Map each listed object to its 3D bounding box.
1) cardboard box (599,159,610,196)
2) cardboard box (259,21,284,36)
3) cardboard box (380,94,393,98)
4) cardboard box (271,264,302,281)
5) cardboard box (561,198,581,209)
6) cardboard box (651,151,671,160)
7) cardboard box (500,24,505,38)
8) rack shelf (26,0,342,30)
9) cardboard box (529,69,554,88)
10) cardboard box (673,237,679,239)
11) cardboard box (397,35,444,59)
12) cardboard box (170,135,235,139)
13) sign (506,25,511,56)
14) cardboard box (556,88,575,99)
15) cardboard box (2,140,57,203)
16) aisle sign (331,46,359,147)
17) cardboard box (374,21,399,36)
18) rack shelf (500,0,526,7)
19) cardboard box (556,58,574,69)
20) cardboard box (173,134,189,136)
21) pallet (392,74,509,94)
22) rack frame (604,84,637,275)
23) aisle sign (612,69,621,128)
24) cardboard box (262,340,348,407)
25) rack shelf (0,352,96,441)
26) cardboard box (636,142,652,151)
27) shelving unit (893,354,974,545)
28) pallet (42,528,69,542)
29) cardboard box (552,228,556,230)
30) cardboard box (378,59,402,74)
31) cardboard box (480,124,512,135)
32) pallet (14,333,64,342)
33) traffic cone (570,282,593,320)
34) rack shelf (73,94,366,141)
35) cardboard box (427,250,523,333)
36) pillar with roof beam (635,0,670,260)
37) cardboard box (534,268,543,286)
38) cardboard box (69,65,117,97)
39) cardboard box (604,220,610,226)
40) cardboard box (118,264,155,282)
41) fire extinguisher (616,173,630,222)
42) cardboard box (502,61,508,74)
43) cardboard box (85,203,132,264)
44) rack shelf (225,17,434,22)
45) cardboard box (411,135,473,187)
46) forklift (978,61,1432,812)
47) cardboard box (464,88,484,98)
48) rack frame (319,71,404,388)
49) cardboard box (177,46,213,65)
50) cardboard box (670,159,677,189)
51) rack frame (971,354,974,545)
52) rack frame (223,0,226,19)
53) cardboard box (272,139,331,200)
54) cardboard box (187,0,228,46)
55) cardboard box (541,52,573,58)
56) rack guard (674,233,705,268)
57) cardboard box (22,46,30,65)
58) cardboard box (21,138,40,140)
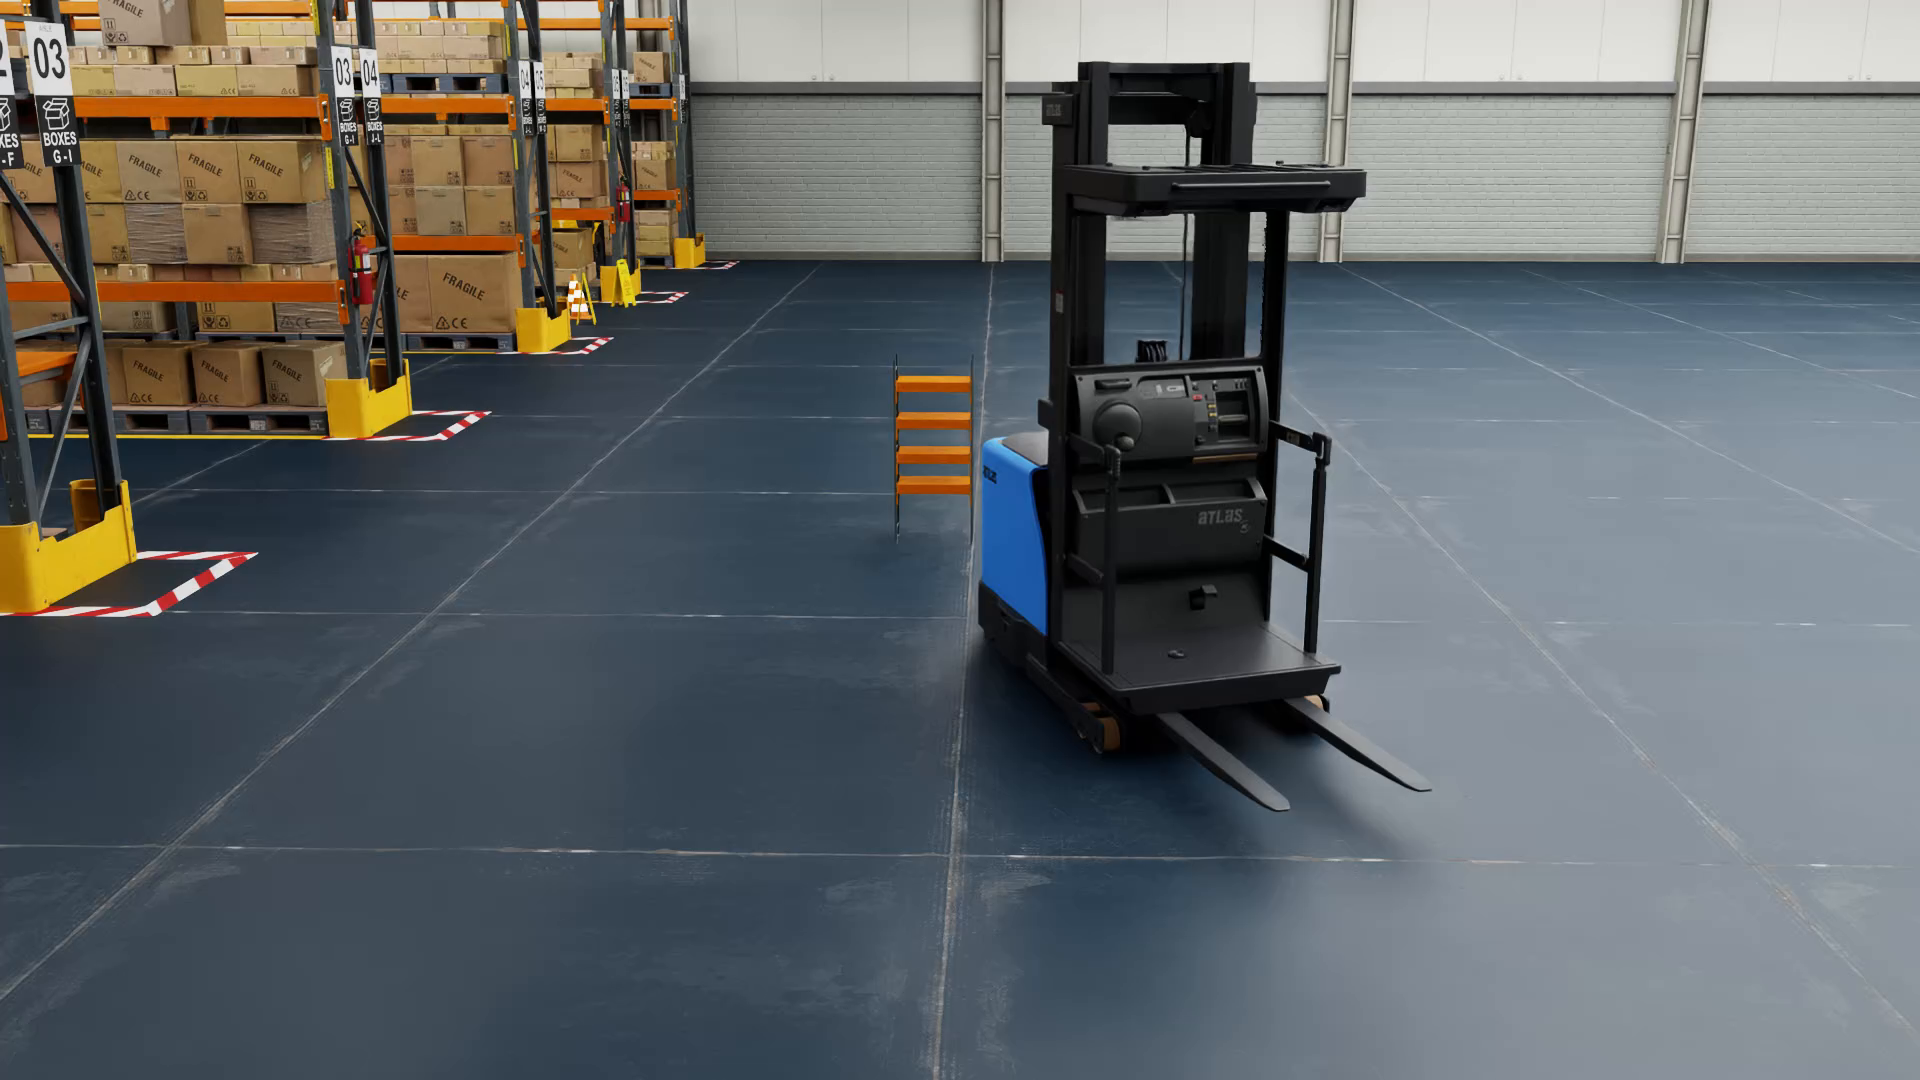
[{"bbox_3d":[-5.326,-5.259,24.116,0.500,0.500,0.500,0,15,1],"label":"cardboard box"},{"bbox_3d":[-7.509,-5.627,18.319,0.250,0.149,0.380,1,15,2],"label":"cardboard box"},{"bbox_3d":[-8.042,-6.294,23.430,0.250,0.149,0.380,0,15,1],"label":"cardboard box"},{"bbox_3d":[-5.653,-2.296,14.154,0.250,0.149,0.380,0,15,1],"label":"cardboard box"},{"bbox_3d":[-5.495,-4.793,23.620,0.250,0.149,0.380,0,15,1],"label":"cardboard box"},{"bbox_3d":[-5.090,-6.552,28.327,0.250,0.149,0.380,1,15,2],"label":"cardboard box"},{"bbox_3d":[-5.211,-5.780,18.897,0.250,0.149,0.380,1,15,2],"label":"cardboard box"},{"bbox_3d":[-10.858,-7.392,23.412,4.000,0.370,1.077,0,15,1],"label":"rack shelf"},{"bbox_3d":[-5.881,-6.457,23.264,0.500,0.250,0.500,0,15,1],"label":"cardboard box"},{"bbox_3d":[-5.223,-5.186,29.183,0.500,0.250,0.500,0,15,2],"label":"cardboard box"},{"bbox_3d":[-5.882,-5.439,18.387,0.500,0.250,0.500,0,15,2],"label":"cardboard box"},{"bbox_3d":[-8.516,-4.340,18.999,0.550,0.550,0.875,0,15,1],"label":"cardboard box"},{"bbox_3d":[-4.913,-5.432,18.090,0.005,0.325,0.100,0,15,1],"label":"sign"},{"bbox_3d":[-5.473,-6.247,23.249,0.250,0.149,0.380,0,15,2],"label":"cardboard box"},{"bbox_3d":[-7.668,-3.094,13.948,0.500,0.500,0.500,0,15,1],"label":"cardboard box"},{"bbox_3d":[-5.059,-3.646,13.684,0.004,0.787,0.394,0,15,1],"label":"aisle sign"},{"bbox_3d":[-6.245,-5.619,18.287,0.250,0.149,0.380,0,15,2],"label":"cardboard box"},{"bbox_3d":[-6.884,-6.103,18.526,4.000,0.370,1.077,0,15,1],"label":"rack shelf"},{"bbox_3d":[-5.462,-6.646,23.201,0.250,0.149,0.380,1,15,2],"label":"cardboard box"},{"bbox_3d":[-11.214,-5.816,24.129,0.250,0.149,0.380,0,15,-1],"label":"cardboard box"},{"bbox_3d":[-5.627,-5.140,18.736,1.213,0.211,1.003,0,15,1],"label":"pallet"},{"bbox_3d":[-4.860,-4.993,23.887,0.127,3.000,1.000,0,15,1],"label":"rack frame"},{"bbox_3d":[-4.805,-6.176,23.273,0.004,0.787,0.394,0,15,1],"label":"aisle sign"},{"bbox_3d":[-5.737,-1.469,14.605,0.500,0.500,0.500,3,15,12],"label":"cardboard box"},{"bbox_3d":[-7.239,-0.868,9.661,4.000,0.370,1.077,0,15,1],"label":"rack shelf"},{"bbox_3d":[-5.347,-6.707,28.332,0.250,0.149,0.380,0,15,2],"label":"cardboard box"},{"bbox_3d":[-0.165,-0.581,10.691,0.503,1.200,0.258,0,15,1],"label":"shelving unit"},{"bbox_3d":[-6.128,0.150,9.857,1.213,0.211,1.003,0,15,1],"label":"pallet"},{"bbox_3d":[-6.206,-4.308,24.384,0.500,0.500,0.500,0,15,-1],"label":"cardboard box"},{"bbox_3d":[-6.244,-5.233,18.388,0.250,0.149,0.380,0,15,1],"label":"cardboard box"},{"bbox_3d":[-6.394,-5.599,23.443,0.500,0.500,0.700,0,15,1],"label":"cardboard box"},{"bbox_3d":[-10.880,-2.401,19.528,1.213,0.211,1.003,0,15,1],"label":"pallet"},{"bbox_3d":[-5.011,-3.155,21.893,0.334,0.463,0.336,0,15,1],"label":"traffic cone"},{"bbox_3d":[-7.112,-3.582,14.066,4.000,0.370,1.077,0,15,1],"label":"rack shelf"},{"bbox_3d":[-5.565,-2.894,19.270,0.875,0.875,0.875,0,15,2],"label":"cardboard box"},{"bbox_3d":[-5.520,-8.297,24.646,0.400,9.000,9.100,0,15,1],"label":"pillar with roof beam"},{"bbox_3d":[-6.192,-3.809,23.964,0.500,0.250,0.500,0,15,2],"label":"cardboard box"},{"bbox_3d":[-7.115,-3.792,13.748,0.500,0.250,0.500,0,15,0],"label":"cardboard box"},{"bbox_3d":[-6.220,-5.542,28.574,0.500,0.250,0.500,1,15,2],"label":"cardboard box"},{"bbox_3d":[-6.905,-2.277,14.083,0.250,0.149,0.380,0,15,1],"label":"cardboard box"},{"bbox_3d":[-4.757,-4.838,23.448,0.183,0.674,0.296,0,15,1],"label":"fire extinguisher"},{"bbox_3d":[-5.220,-5.395,19.001,0.250,0.149,0.380,0,15,2],"label":"cardboard box"},{"bbox_3d":[-7.163,-2.662,14.271,0.500,0.500,0.875,0,15,1],"label":"cardboard box"},{"bbox_3d":[-10.735,-8.658,28.210,4.000,0.370,1.077,0,15,1],"label":"rack shelf"},{"bbox_3d":[-5.807,-4.317,18.914,0.550,0.550,0.875,0,15,1],"label":"cardboard box"},{"bbox_3d":[1.030,-0.591,7.336,1.130,2.935,3.031,-5,15,-17],"label":"forklift"},{"bbox_3d":[-6.760,-6.252,23.269,0.250,0.149,0.380,0,15,1],"label":"cardboard box"},{"bbox_3d":[-5.113,-2.466,14.308,0.127,3.000,1.000,0,15,1],"label":"rack frame"},{"bbox_3d":[-6.183,-3.960,13.602,0.250,0.149,0.380,0,15,2],"label":"cardboard box"},{"bbox_3d":[-5.225,-6.382,28.953,0.500,0.500,0.500,1,15,3],"label":"cardboard box"},{"bbox_3d":[0.078,-0.580,10.685,0.015,1.200,0.240,0,15,1],"label":"rack frame"},{"bbox_3d":[-12.734,-9.212,28.117,0.127,3.000,1.000,0,15,1],"label":"rack frame"},{"bbox_3d":[-5.656,-3.215,14.406,0.500,0.500,0.500,0,15,1],"label":"cardboard box"},{"bbox_3d":[-6.590,-4.429,14.108,0.500,0.500,0.500,0,15,1],"label":"cardboard box"},{"bbox_3d":[-6.791,-7.997,28.171,0.637,0.503,0.797,1,15,3],"label":"cardboard box"},{"bbox_3d":[-4.713,-5.051,29.003,0.348,0.500,1.175,0,15,1],"label":"rack guard"},{"bbox_3d":[-7.490,-3.983,13.690,0.250,0.149,0.380,0,15,0],"label":"cardboard box"},{"bbox_3d":[-8.155,-3.232,14.472,0.500,0.500,0.500,0,15,1],"label":"cardboard box"}]
